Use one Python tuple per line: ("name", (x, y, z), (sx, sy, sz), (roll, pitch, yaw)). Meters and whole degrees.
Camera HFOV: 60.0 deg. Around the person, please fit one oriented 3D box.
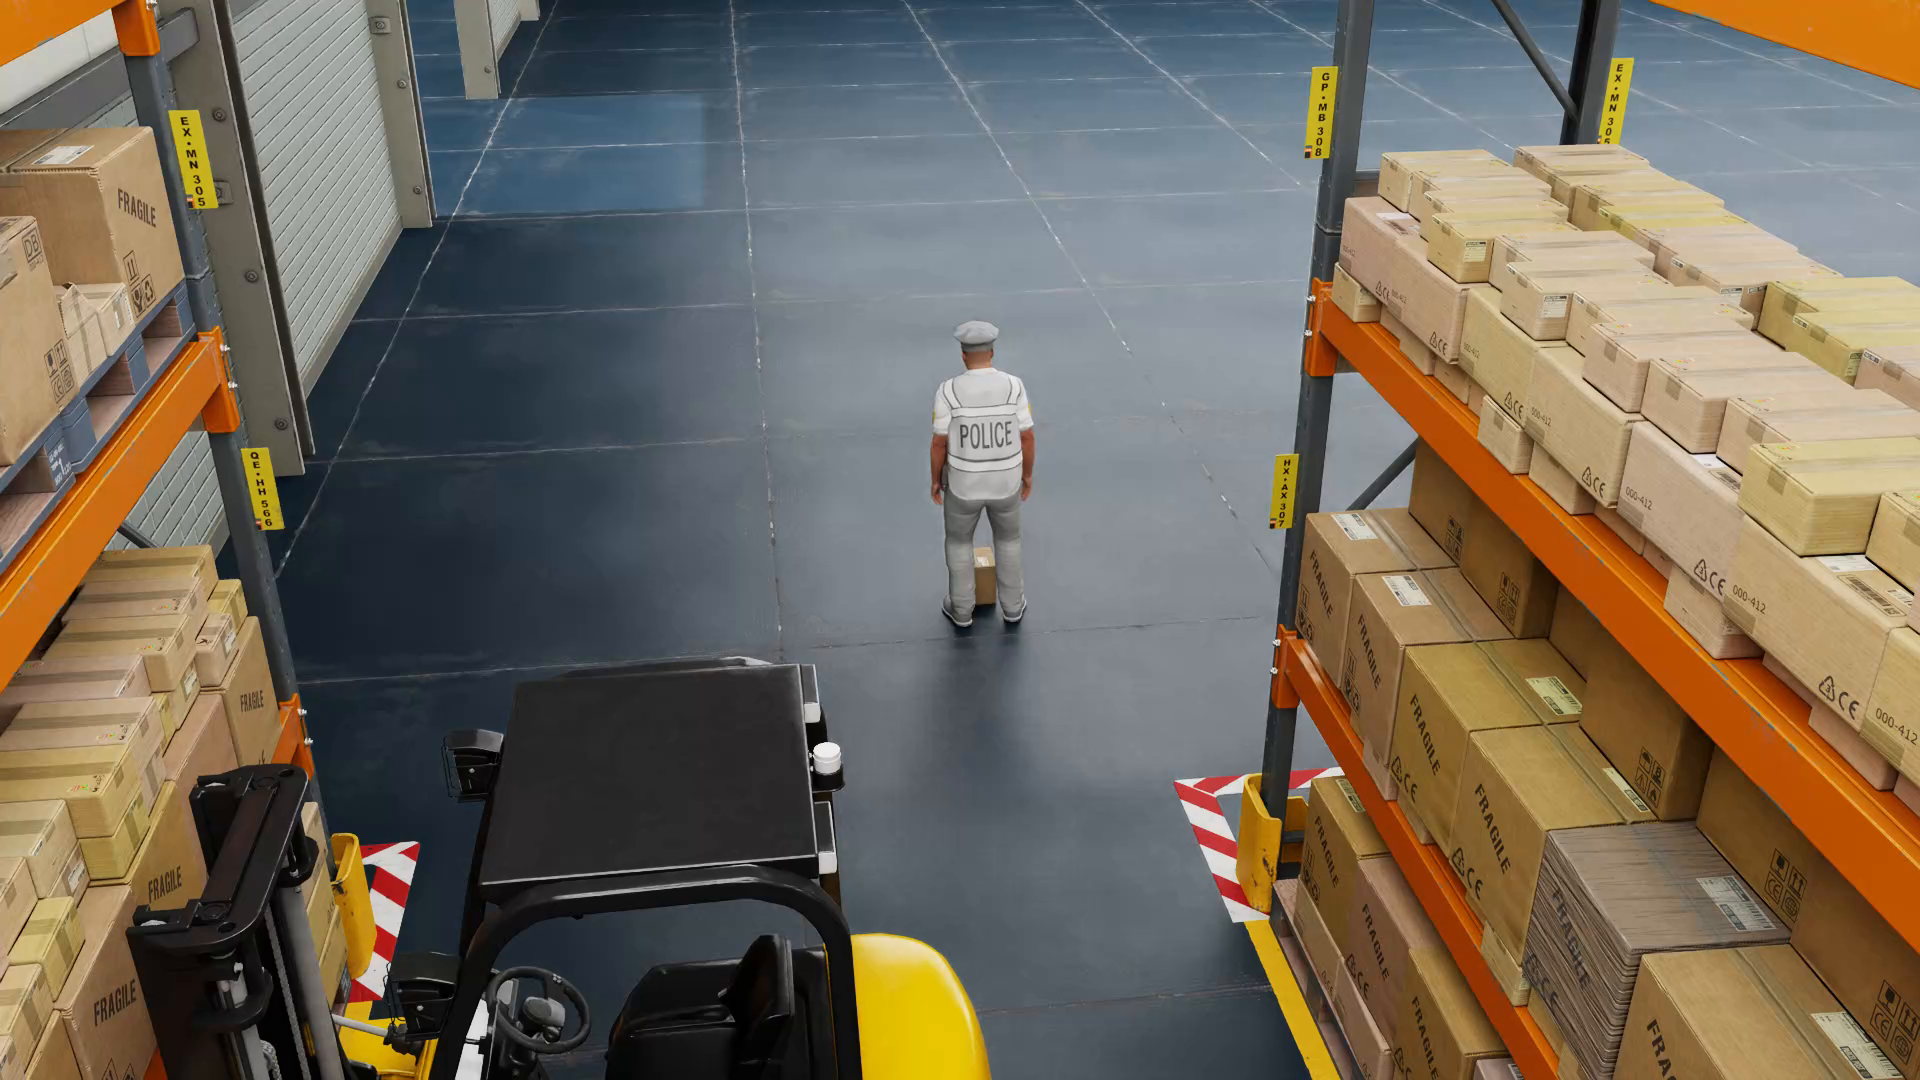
("person", (0.125, -0.330, 9.257), (0.585, 1.747, 0.439), (-4, 27, -7))
